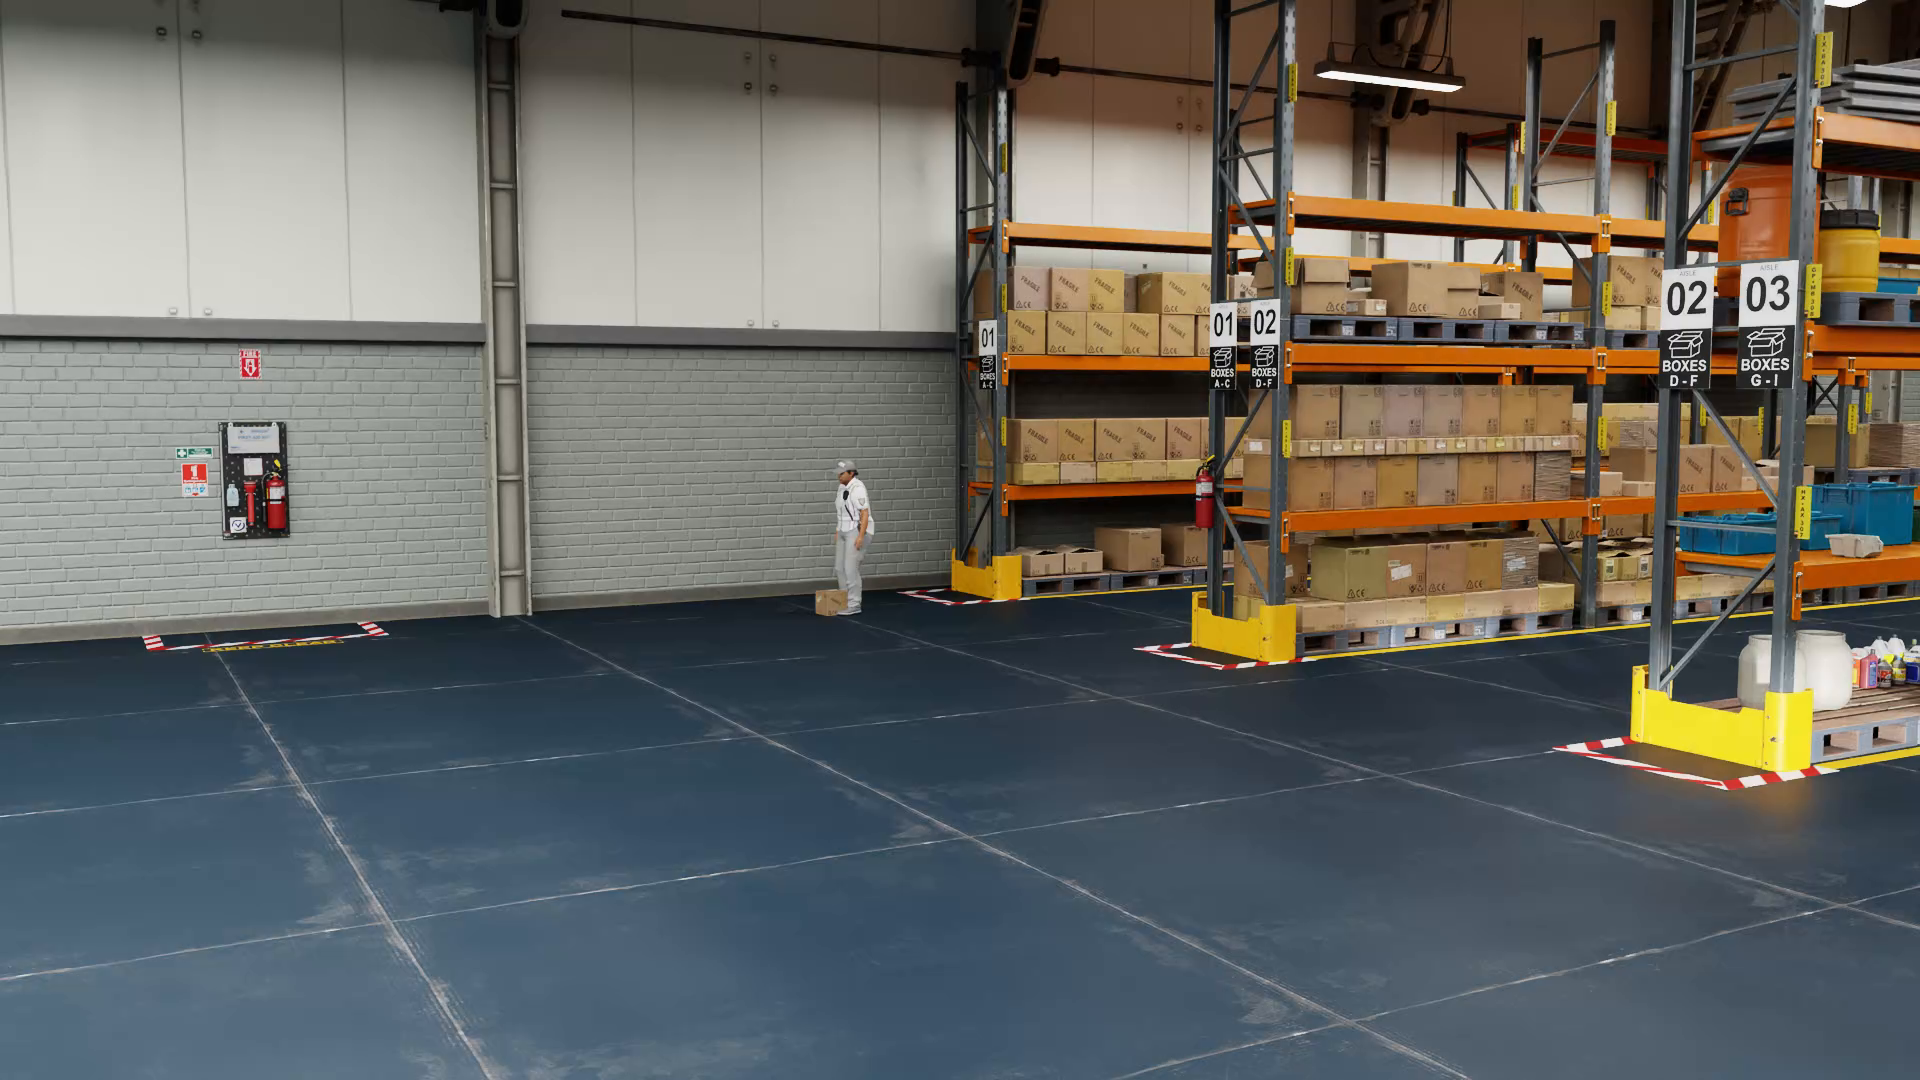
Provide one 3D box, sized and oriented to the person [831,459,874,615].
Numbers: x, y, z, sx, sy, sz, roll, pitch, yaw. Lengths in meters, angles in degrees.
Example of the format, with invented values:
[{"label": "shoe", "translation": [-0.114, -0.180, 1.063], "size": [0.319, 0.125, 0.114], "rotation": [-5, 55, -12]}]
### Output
[{"label": "person", "translation": [-1.192, -0.041, 17.922], "size": [0.466, 1.666, 0.564], "rotation": [-3, 6, -32]}]
